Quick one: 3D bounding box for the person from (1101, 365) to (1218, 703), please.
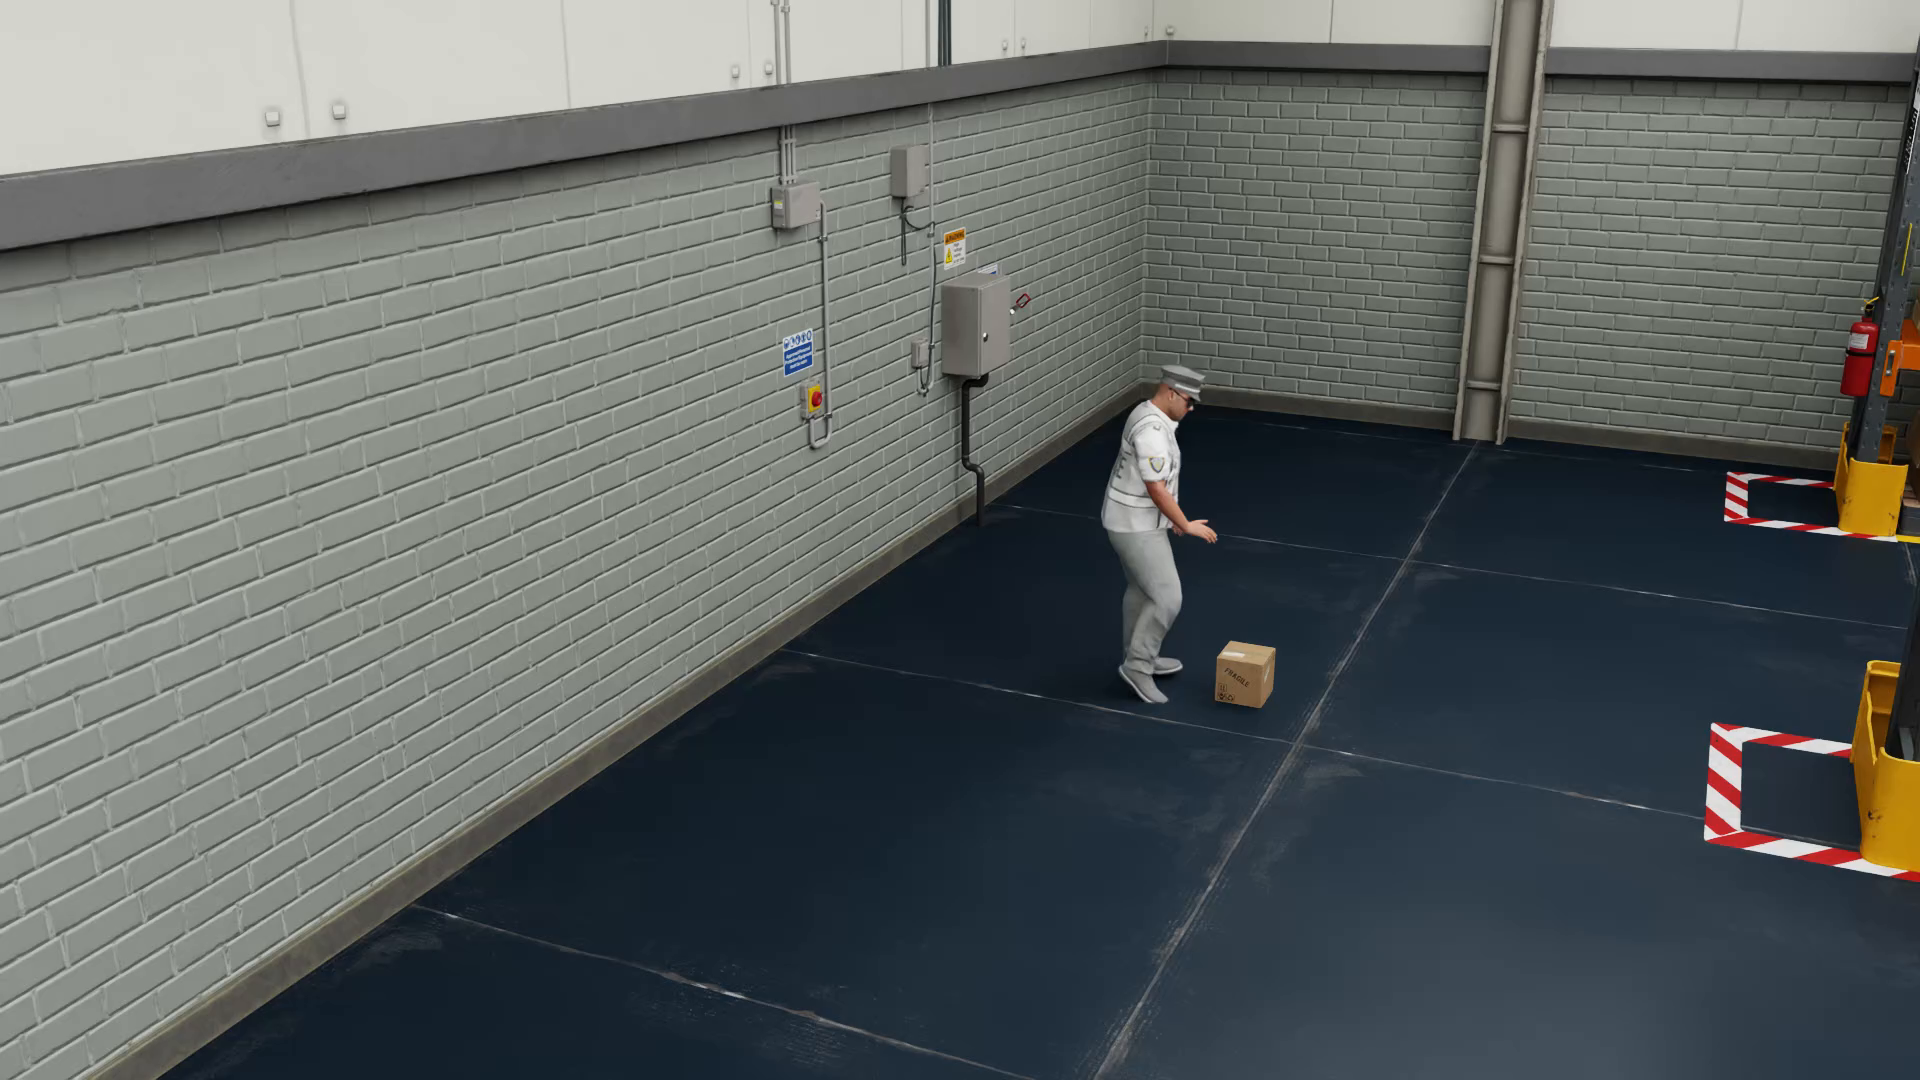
[{"bbox_3d":[1.038,-0.035,8.719,0.597,1.794,0.551,2,19,5],"label":"person"}]
